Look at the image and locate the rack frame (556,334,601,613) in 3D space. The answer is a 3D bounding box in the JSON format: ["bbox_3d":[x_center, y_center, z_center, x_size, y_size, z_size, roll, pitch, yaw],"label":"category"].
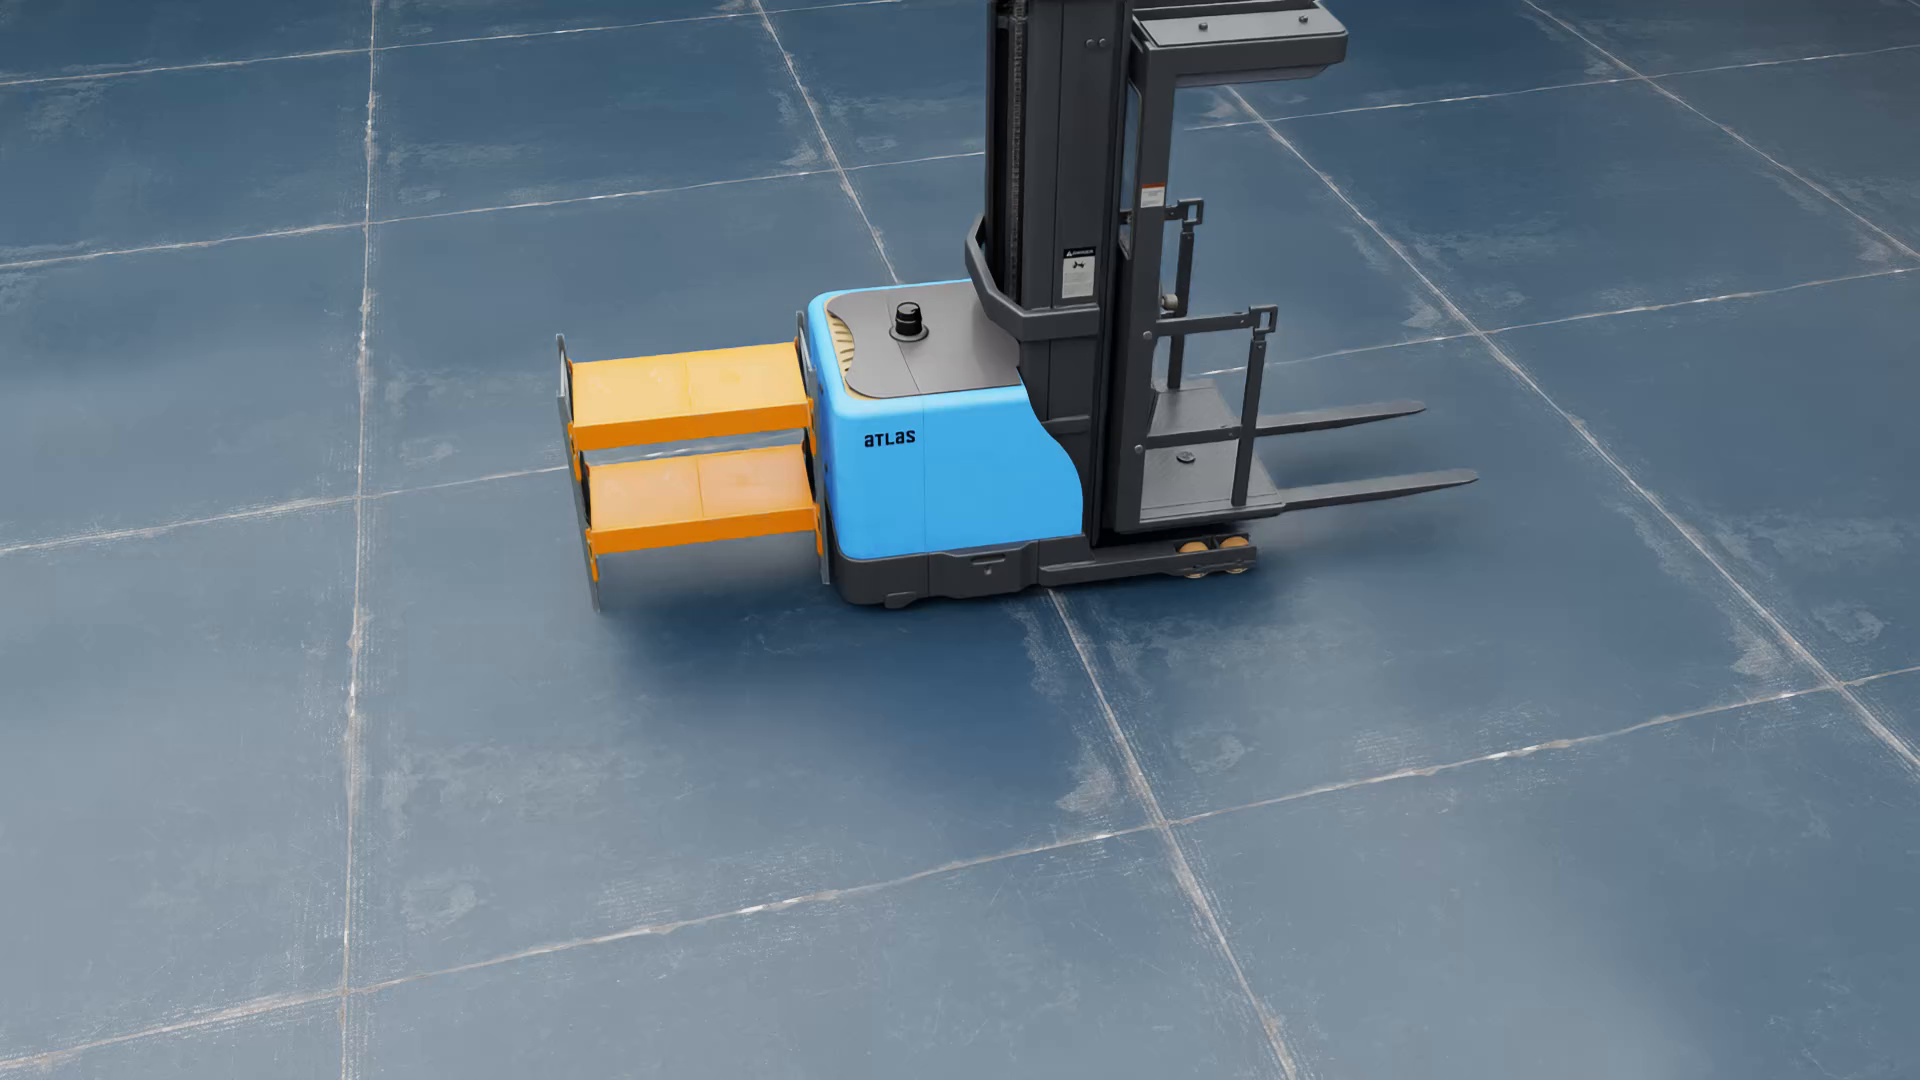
[{"bbox_3d":[-1.646,-0.276,7.185,0.032,1.125,0.500,-7,38,-9],"label":"rack frame"}]

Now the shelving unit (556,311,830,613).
[{"bbox_3d":[-1.147,-0.335,7.262,1.048,1.125,0.538,-7,38,-9],"label":"shelving unit"}]

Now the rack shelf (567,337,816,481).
[{"bbox_3d":[-1.147,-0.567,7.084,1.000,0.278,0.538,-7,38,-9],"label":"rack shelf"}]

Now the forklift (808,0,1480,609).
[{"bbox_3d":[0.879,-1.300,7.037,3.031,2.935,1.130,-7,38,-9],"label":"forklift"}]

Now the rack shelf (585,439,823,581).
[{"bbox_3d":[-1.147,-0.140,7.410,1.000,0.278,0.538,-7,38,-9],"label":"rack shelf"}]

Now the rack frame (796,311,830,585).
[{"bbox_3d":[-0.648,-0.393,7.338,0.032,1.125,0.500,-7,38,-9],"label":"rack frame"}]
